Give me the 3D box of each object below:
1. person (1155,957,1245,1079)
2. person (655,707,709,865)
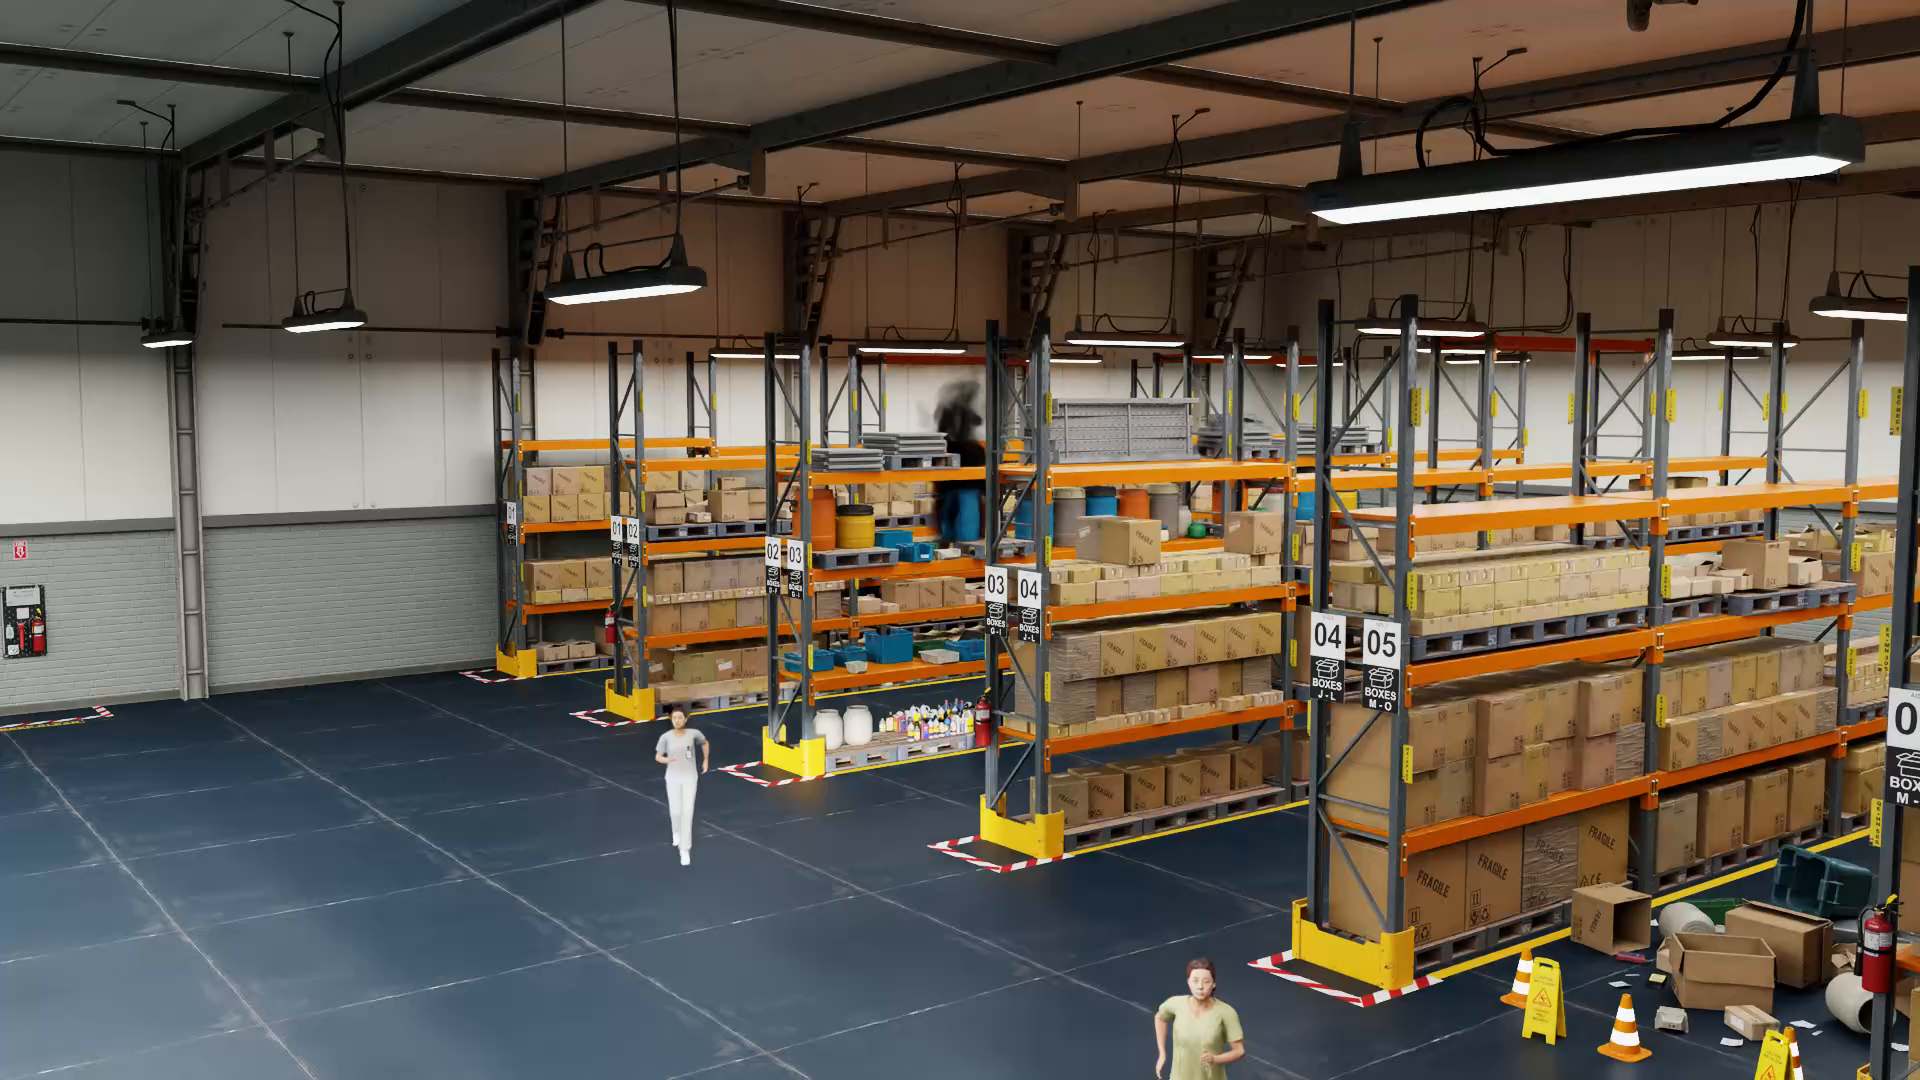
[{"bbox_3d":[1.479,3.424,10.297,0.549,1.723,0.752,1,5,7],"label":"person"},{"bbox_3d":[-3.105,2.686,18.534,0.574,1.640,1.027,0,5,-4],"label":"person"}]
